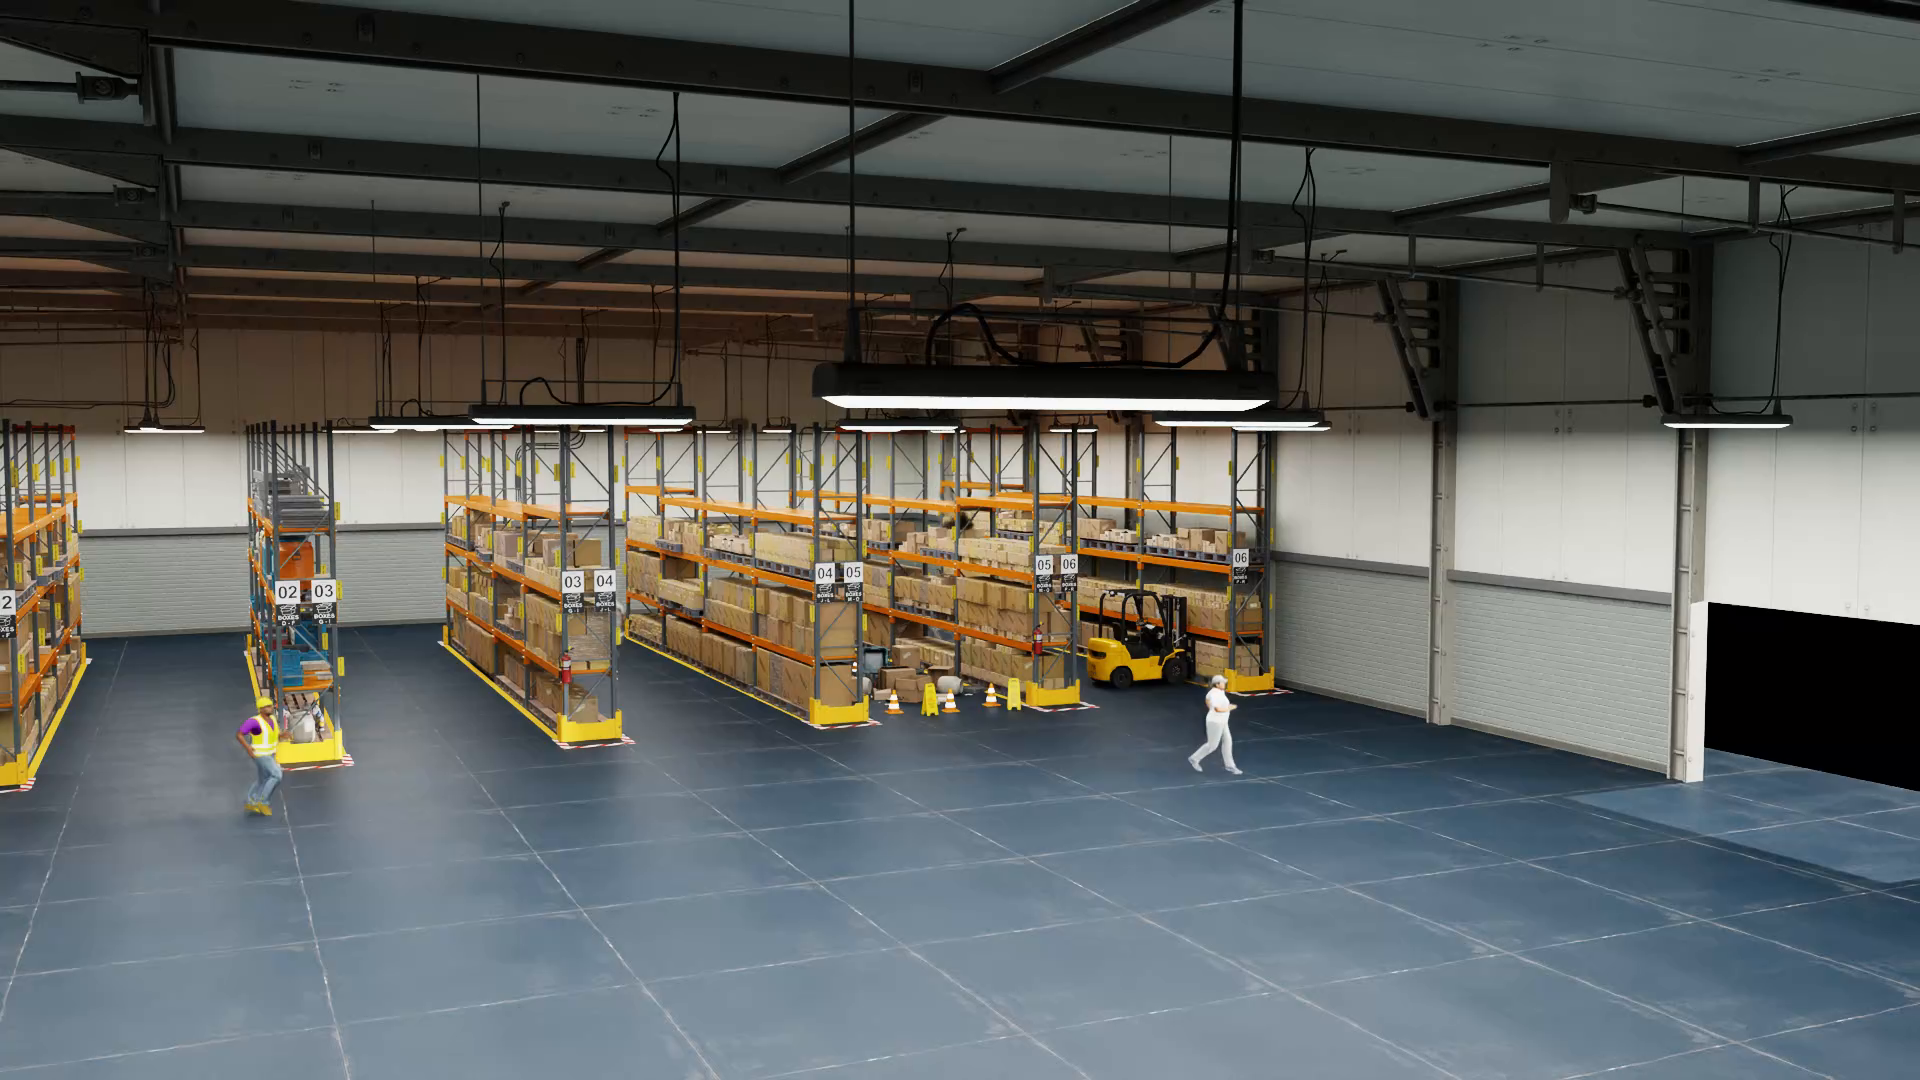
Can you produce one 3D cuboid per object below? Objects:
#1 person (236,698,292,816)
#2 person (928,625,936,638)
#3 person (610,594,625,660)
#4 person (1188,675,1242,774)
[{"bbox_3d":[-10.514,3.282,25.212,0.722,1.803,0.663,0,4,4],"label":"person"},{"bbox_3d":[-0.977,1.987,45.831,0.679,1.754,0.803,-3,4,-35],"label":"person"},{"bbox_3d":[-8.748,2.215,42.104,0.638,1.737,0.564,-2,4,-24],"label":"person"},{"bbox_3d":[4.321,3.113,28.107,0.903,1.673,0.632,1,4,15],"label":"person"}]
